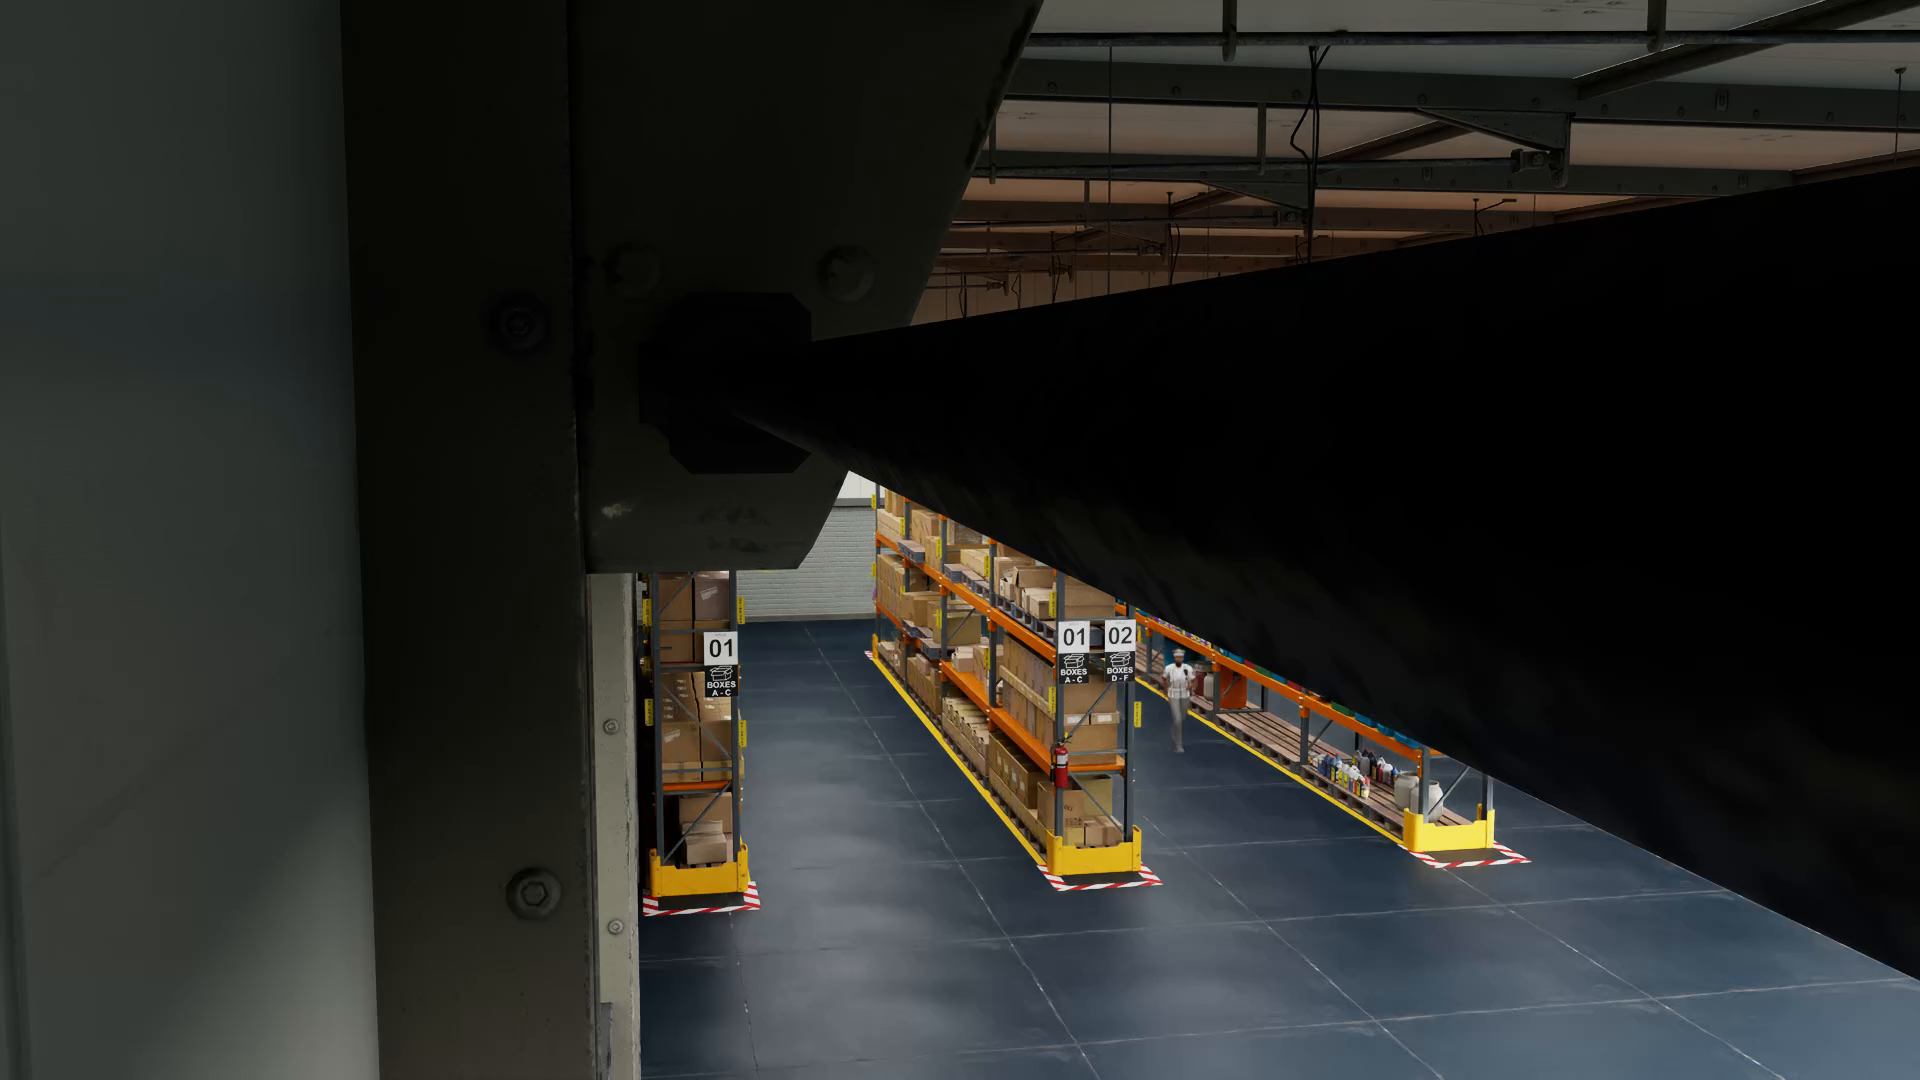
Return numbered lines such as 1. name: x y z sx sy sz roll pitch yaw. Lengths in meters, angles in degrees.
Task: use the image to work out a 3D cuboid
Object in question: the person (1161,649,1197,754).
1. person: 3.668 2.641 27.772 0.568 1.705 0.843 0 6 -4
